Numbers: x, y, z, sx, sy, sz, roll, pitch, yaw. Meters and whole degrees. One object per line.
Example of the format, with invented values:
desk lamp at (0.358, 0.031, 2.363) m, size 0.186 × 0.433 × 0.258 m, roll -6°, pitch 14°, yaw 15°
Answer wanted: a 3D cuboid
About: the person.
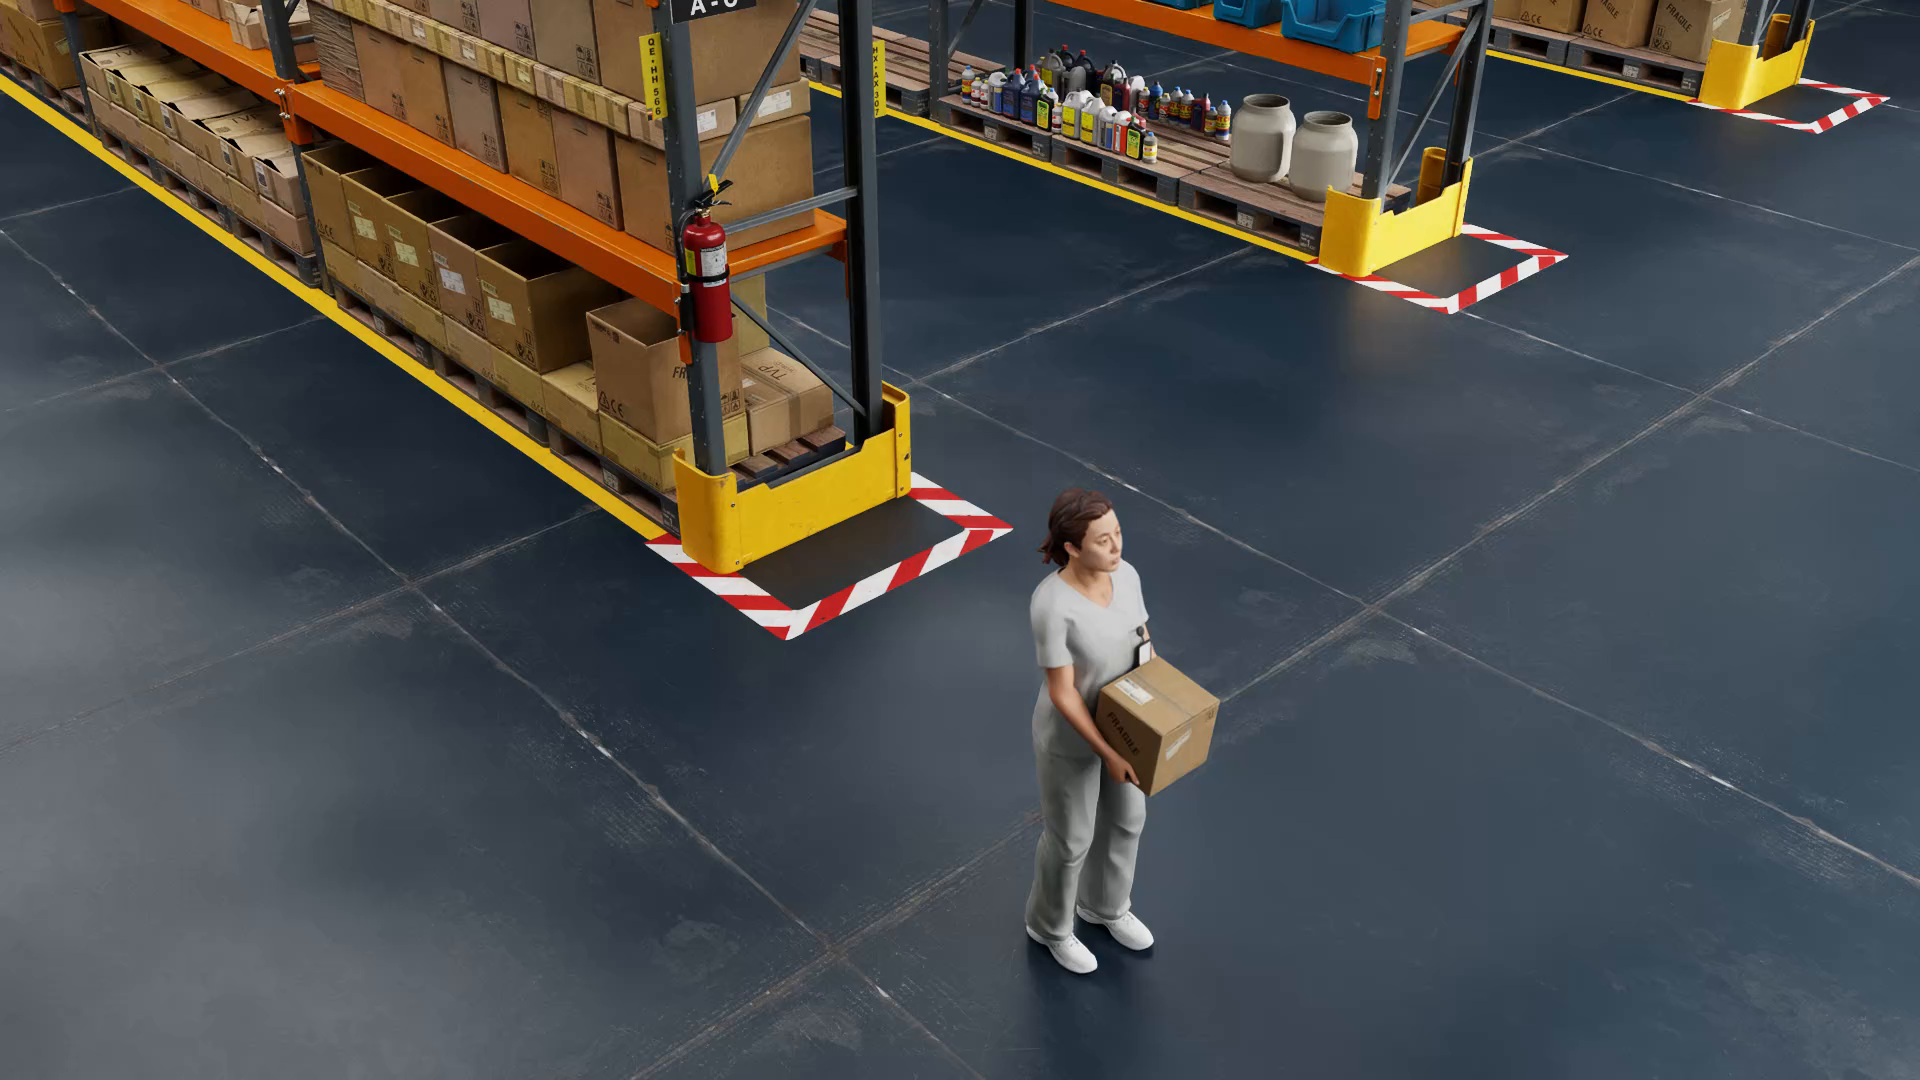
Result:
person at (0.441, 0.624, 5.145) m, size 0.436 × 1.662 × 0.554 m, roll -25°, pitch 40°, yaw -34°
